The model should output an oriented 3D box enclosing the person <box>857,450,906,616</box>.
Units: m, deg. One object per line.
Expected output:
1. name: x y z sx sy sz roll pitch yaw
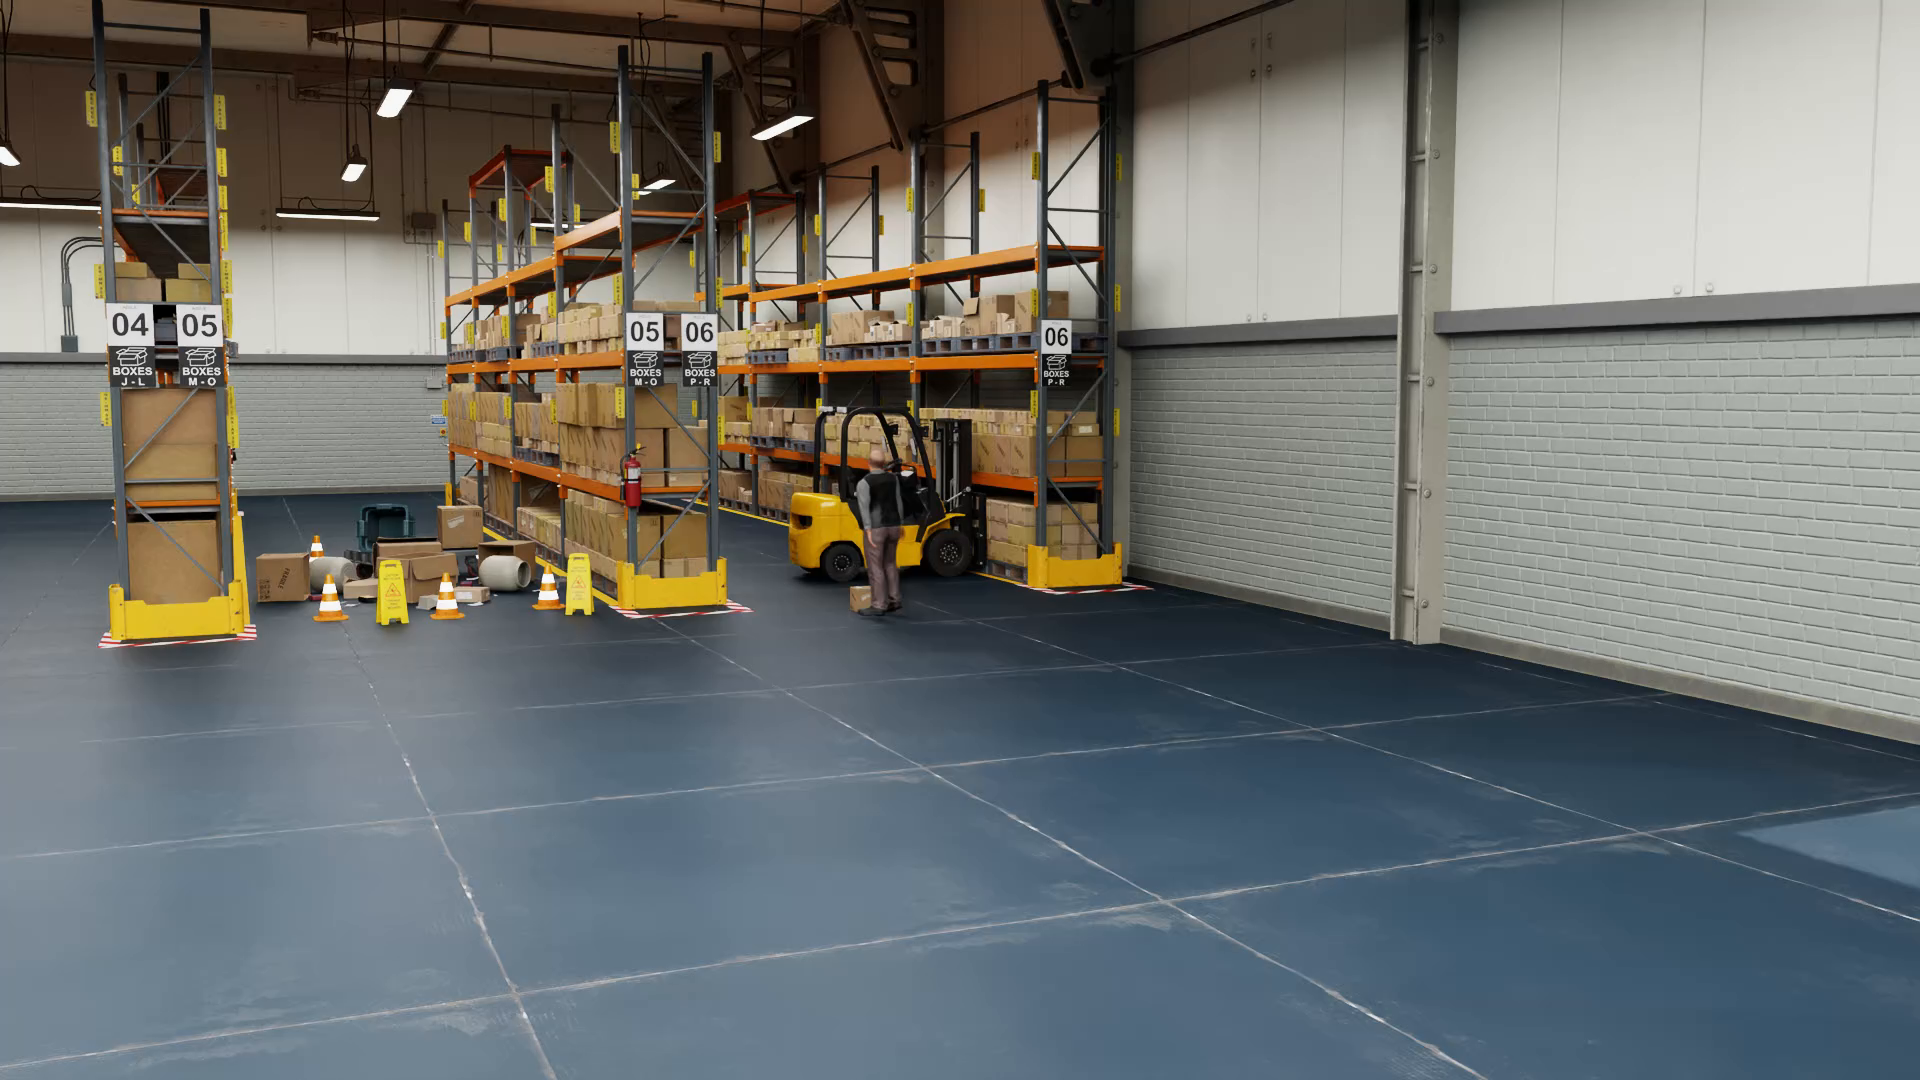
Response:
1. person: -0.811 -0.068 17.448 0.638 1.751 0.380 -5 7 -40
